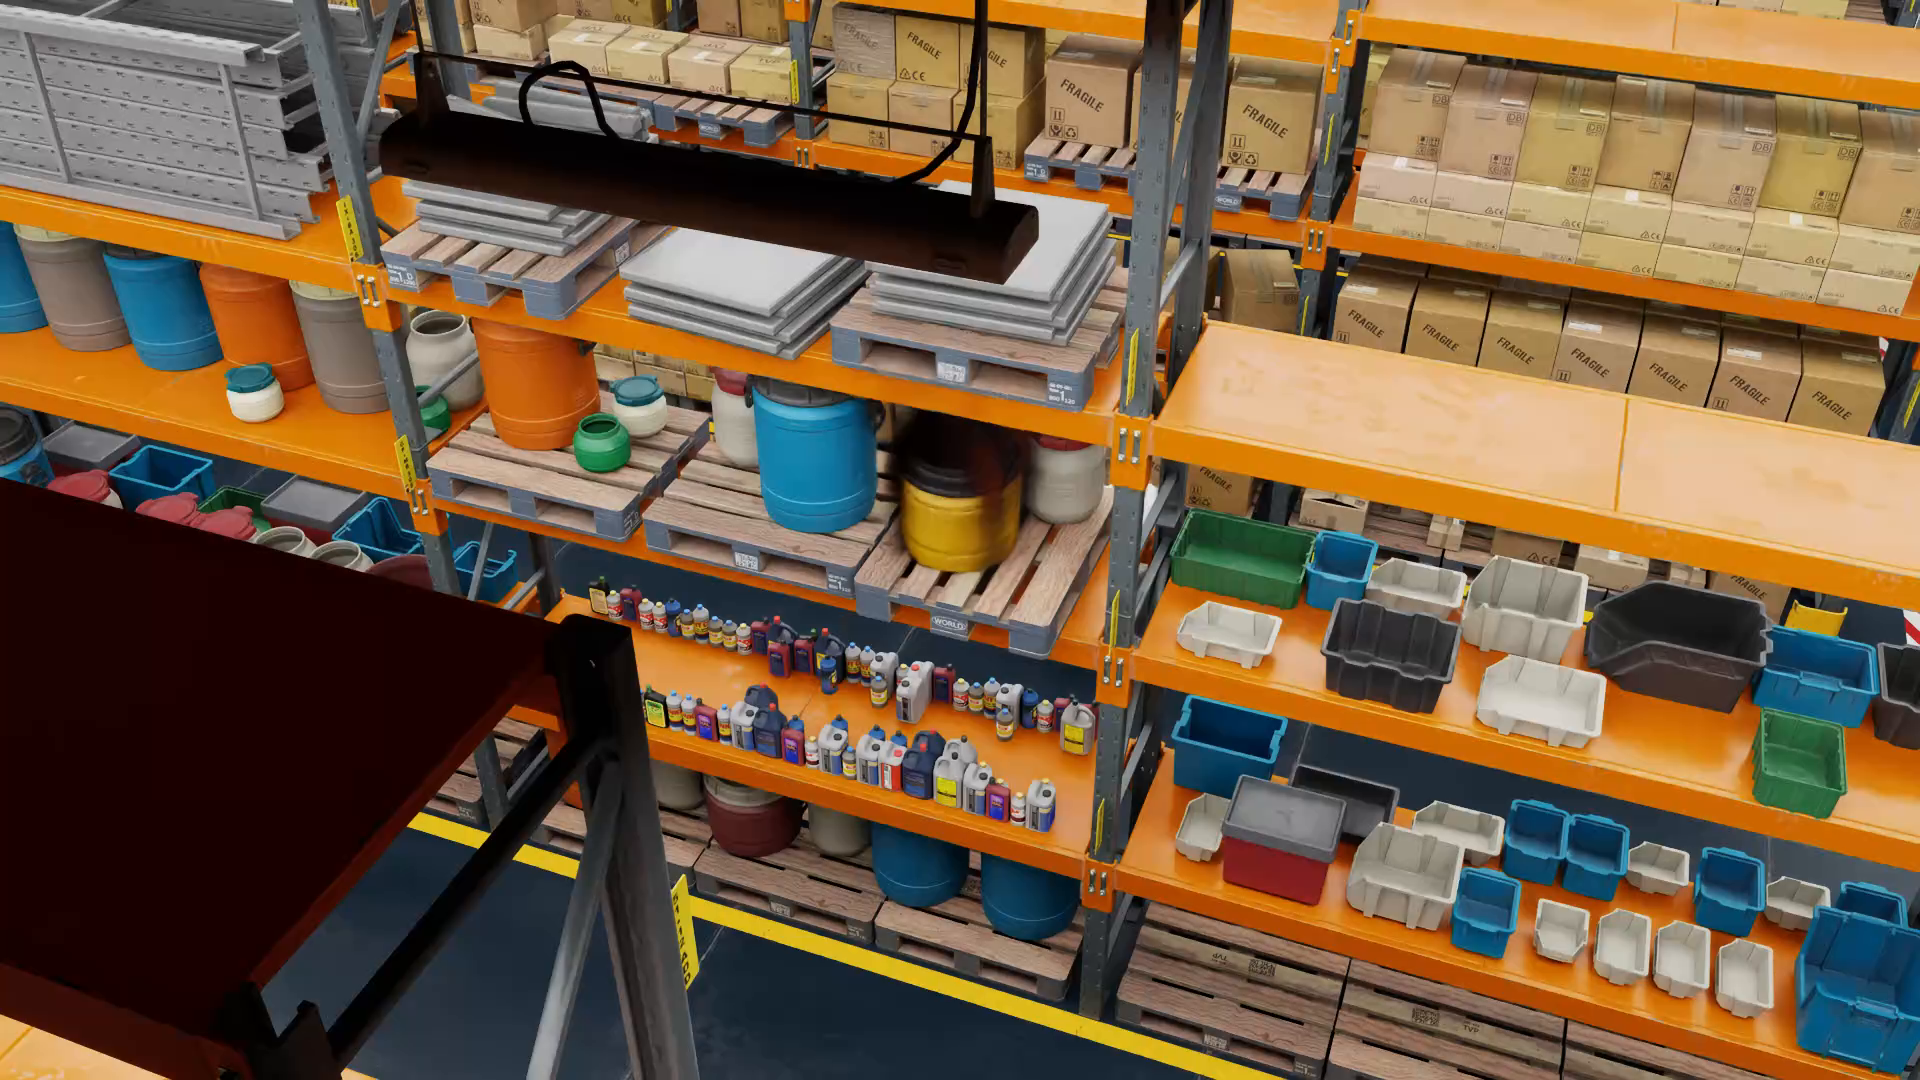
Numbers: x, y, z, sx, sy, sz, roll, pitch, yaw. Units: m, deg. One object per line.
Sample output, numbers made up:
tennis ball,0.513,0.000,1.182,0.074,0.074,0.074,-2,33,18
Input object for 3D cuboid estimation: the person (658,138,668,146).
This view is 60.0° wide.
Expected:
person,-3.228,-3.762,17.055,0.599,1.738,0.498,23,42,28

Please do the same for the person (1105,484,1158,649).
person,1.150,0.176,11.449,0.575,1.780,0.499,-17,40,-22
